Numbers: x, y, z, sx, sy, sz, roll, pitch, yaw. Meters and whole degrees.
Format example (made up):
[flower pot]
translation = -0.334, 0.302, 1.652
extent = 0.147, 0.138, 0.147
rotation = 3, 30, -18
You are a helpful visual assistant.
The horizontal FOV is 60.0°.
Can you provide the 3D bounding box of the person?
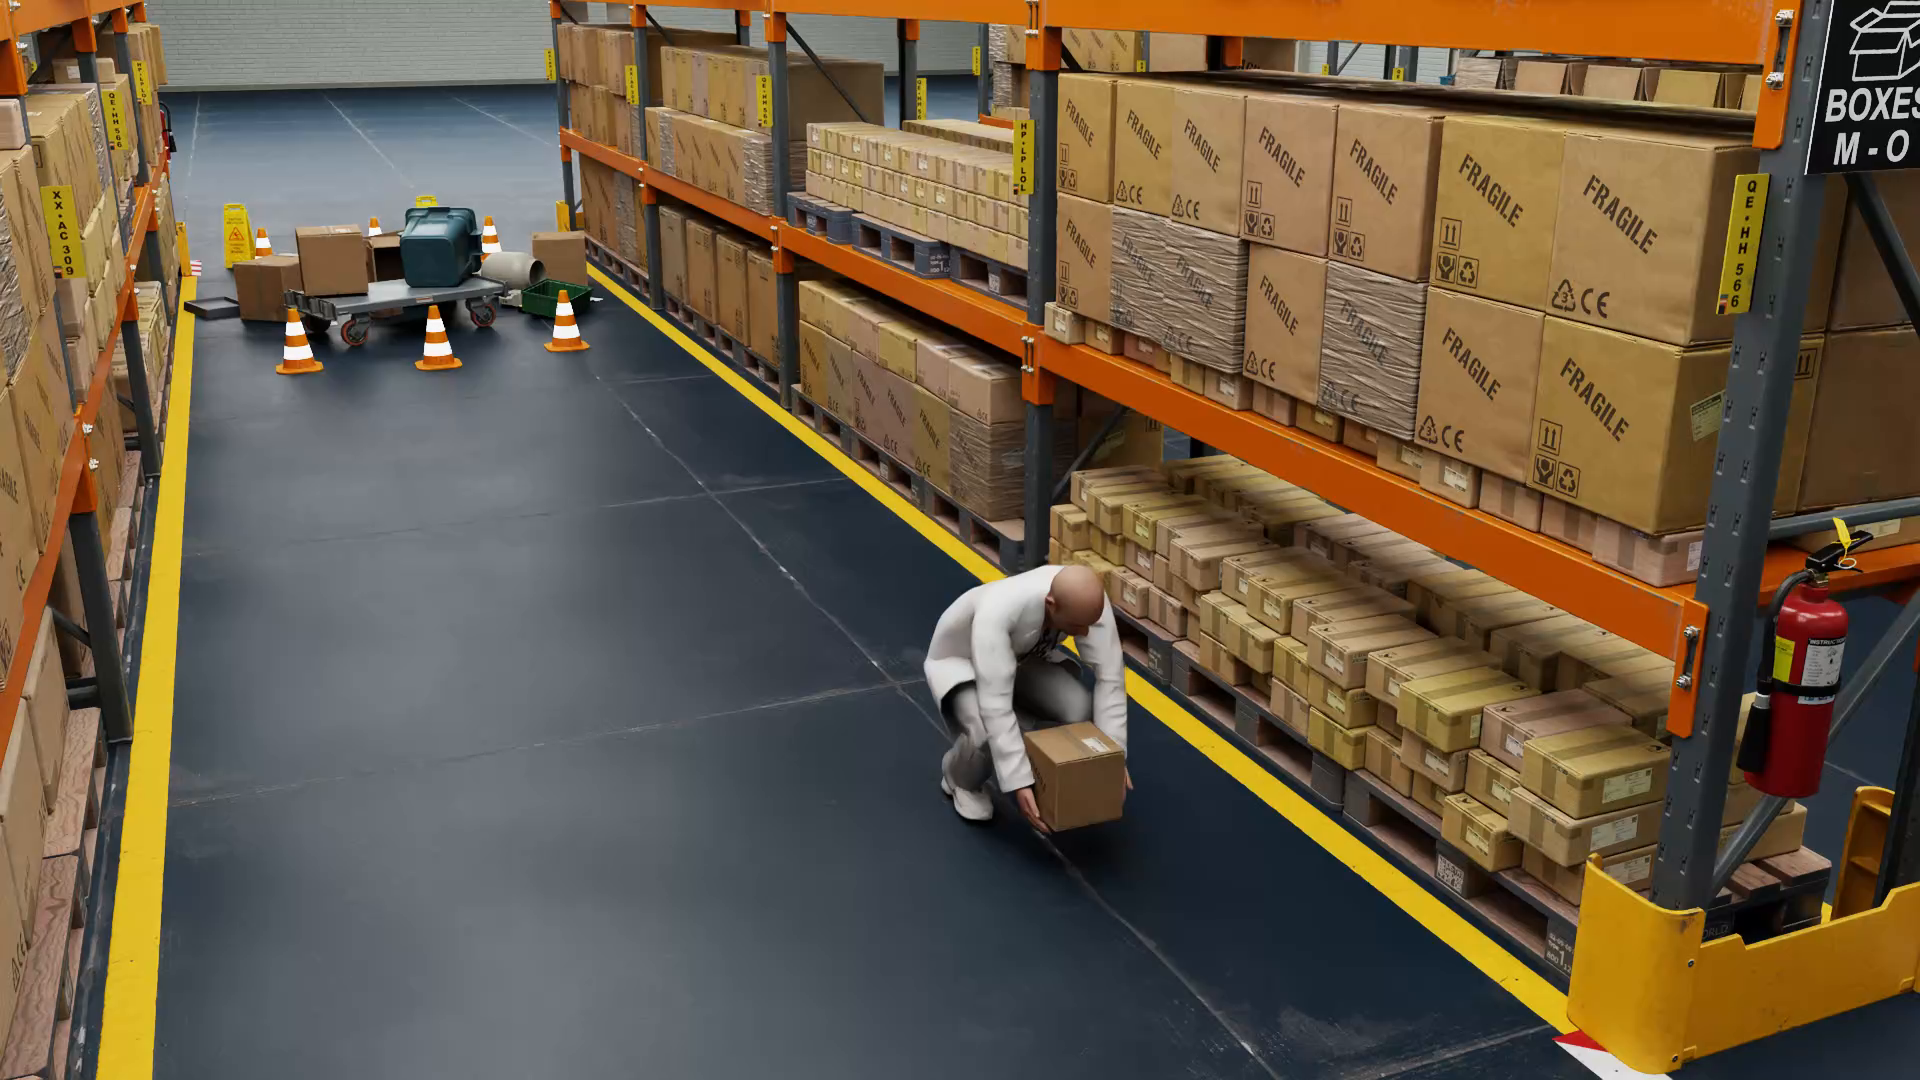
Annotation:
[person]
translation = 0.229, 0.495, 5.806
extent = 0.612, 1.020, 0.913
rotation = -8, 20, -23
